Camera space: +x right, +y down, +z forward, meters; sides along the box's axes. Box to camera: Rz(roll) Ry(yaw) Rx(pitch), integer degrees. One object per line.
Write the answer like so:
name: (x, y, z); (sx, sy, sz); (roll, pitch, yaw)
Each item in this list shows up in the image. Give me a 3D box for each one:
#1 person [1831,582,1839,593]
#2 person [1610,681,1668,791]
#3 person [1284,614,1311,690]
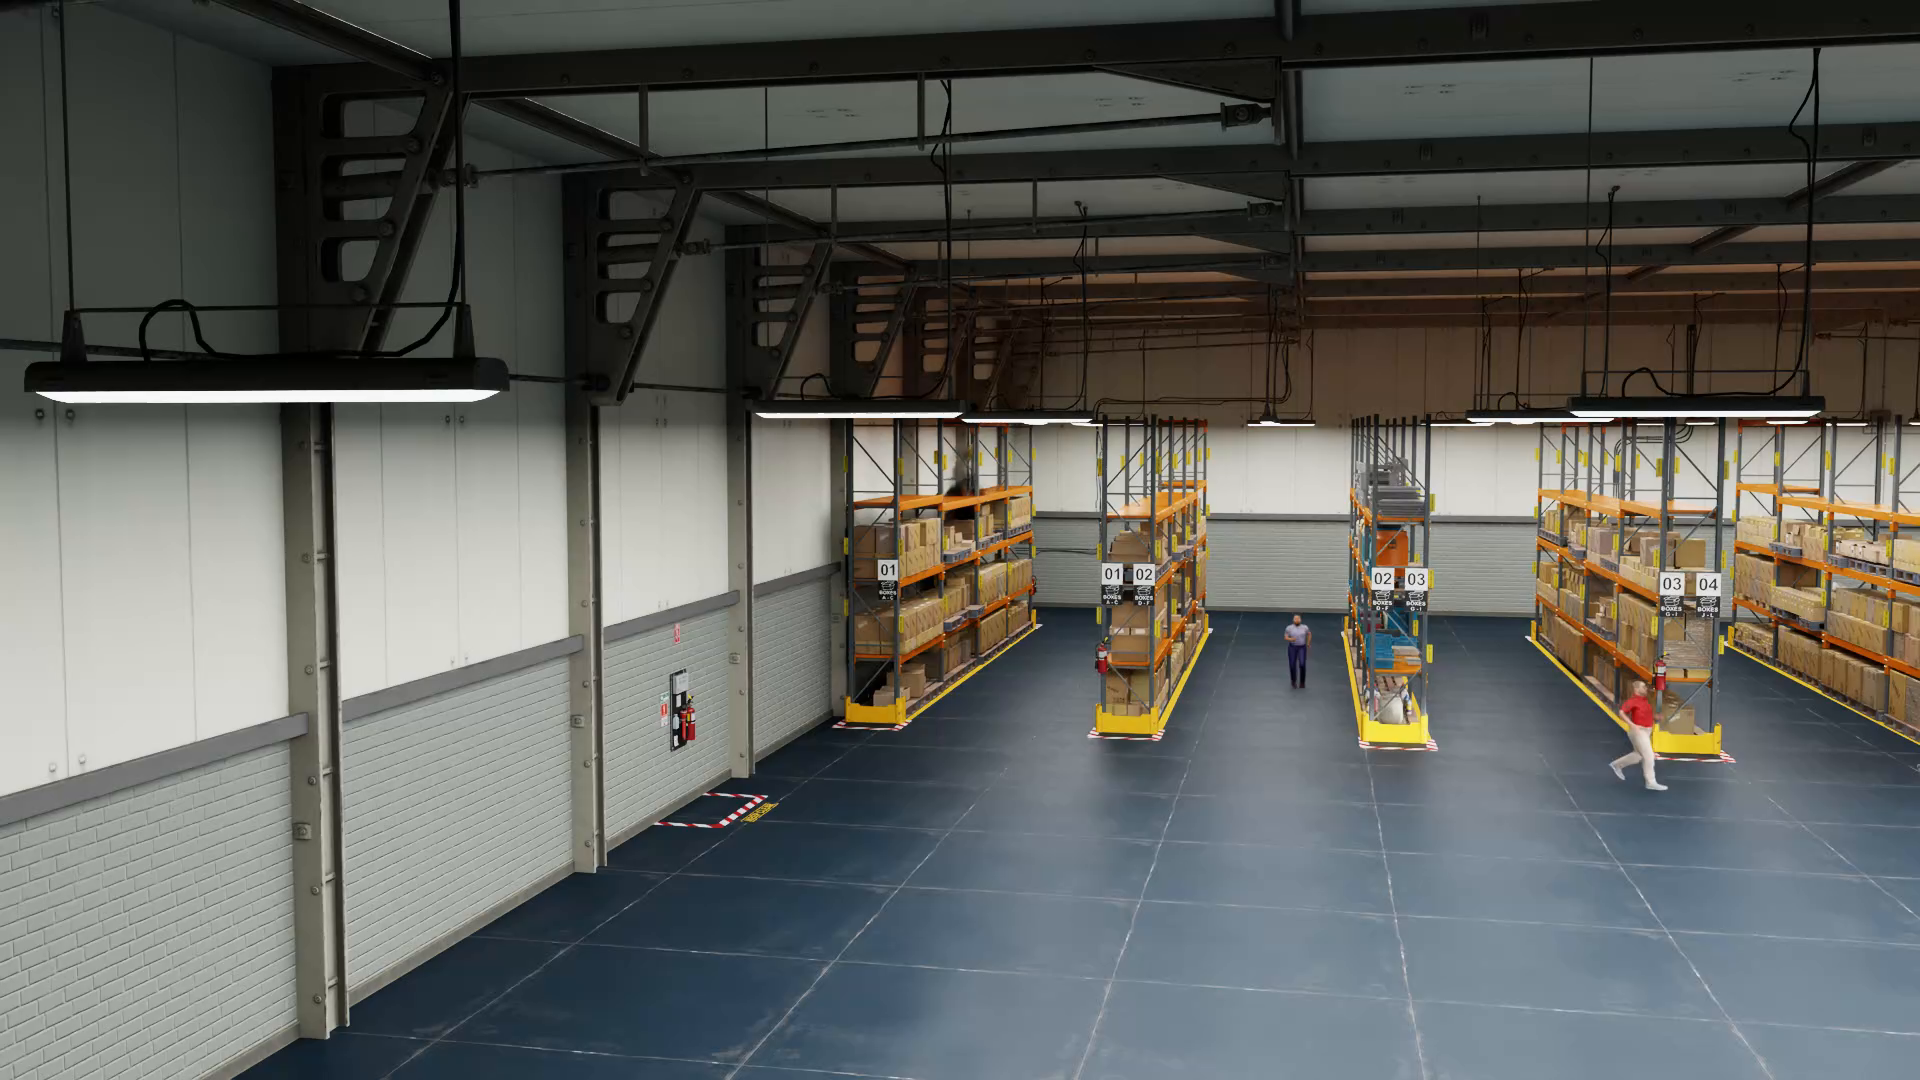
person: (22.429, 1.992, 42.710); (0.656, 1.823, 0.744); (0, 4, -4)
person: (10.826, 3.091, 26.525); (0.944, 1.699, 0.673); (3, 5, 39)
person: (7.443, 2.470, 36.663); (0.576, 1.694, 0.716); (1, 4, 12)
